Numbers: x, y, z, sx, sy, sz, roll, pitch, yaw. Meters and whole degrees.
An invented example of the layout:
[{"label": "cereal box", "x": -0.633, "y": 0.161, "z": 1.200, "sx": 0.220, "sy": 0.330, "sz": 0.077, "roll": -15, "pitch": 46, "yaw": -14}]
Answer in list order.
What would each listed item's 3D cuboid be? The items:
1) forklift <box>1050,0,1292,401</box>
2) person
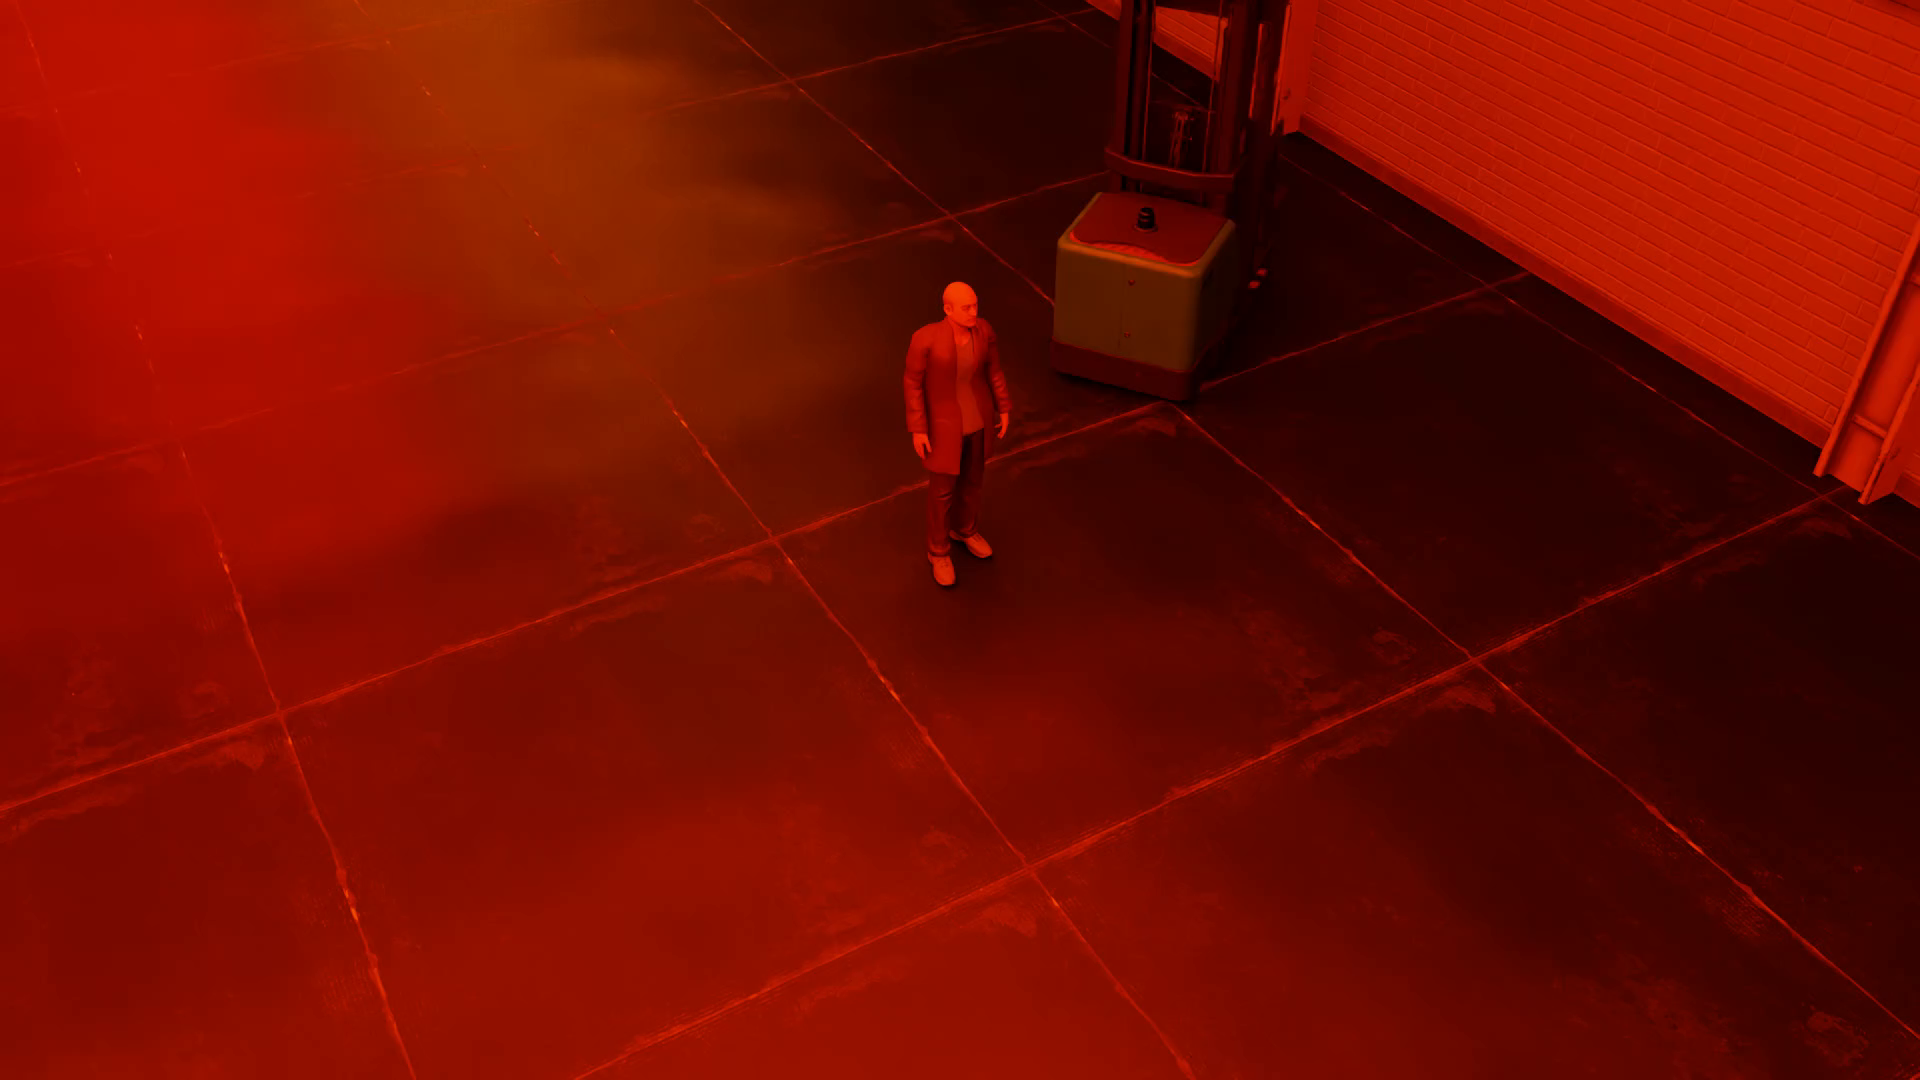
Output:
[{"label": "forklift", "x": 1.711, "y": -2.992, "z": 11.693, "sx": 1.129, "sy": 2.867, "sz": 3.031, "roll": 16, "pitch": 42, "yaw": 19}, {"label": "person", "x": 0.043, "y": -0.631, "z": 9.689, "sx": 0.649, "sy": 1.776, "sz": 0.561, "roll": -20, "pitch": 44, "yaw": -23}]
